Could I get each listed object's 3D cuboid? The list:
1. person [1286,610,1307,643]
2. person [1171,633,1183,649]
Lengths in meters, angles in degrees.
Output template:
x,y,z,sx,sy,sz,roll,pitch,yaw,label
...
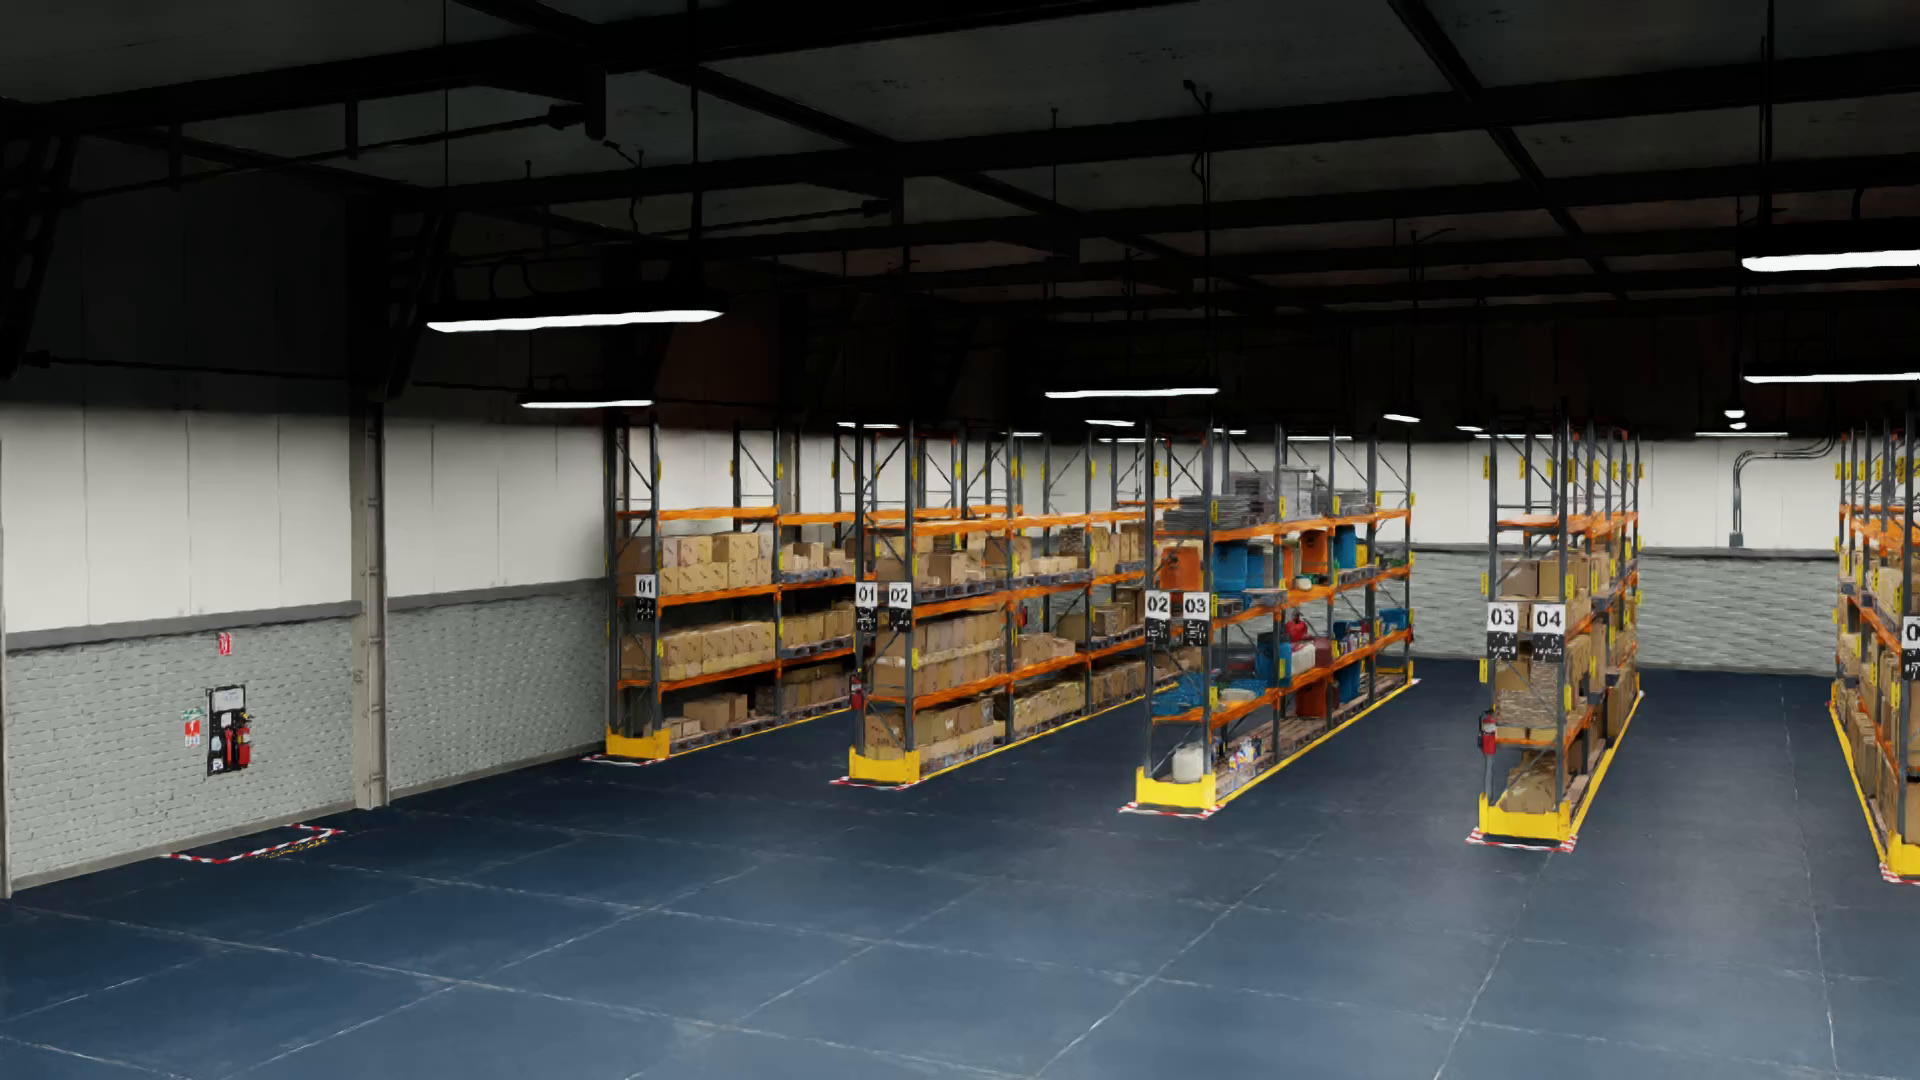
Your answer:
x,y,z,sx,sy,sz,roll,pitch,yaw,label
7.992,2.496,39.642,0.542,1.645,1.126,1,3,28,person
5.584,2.355,43.357,0.672,1.662,0.509,-1,3,-18,person
